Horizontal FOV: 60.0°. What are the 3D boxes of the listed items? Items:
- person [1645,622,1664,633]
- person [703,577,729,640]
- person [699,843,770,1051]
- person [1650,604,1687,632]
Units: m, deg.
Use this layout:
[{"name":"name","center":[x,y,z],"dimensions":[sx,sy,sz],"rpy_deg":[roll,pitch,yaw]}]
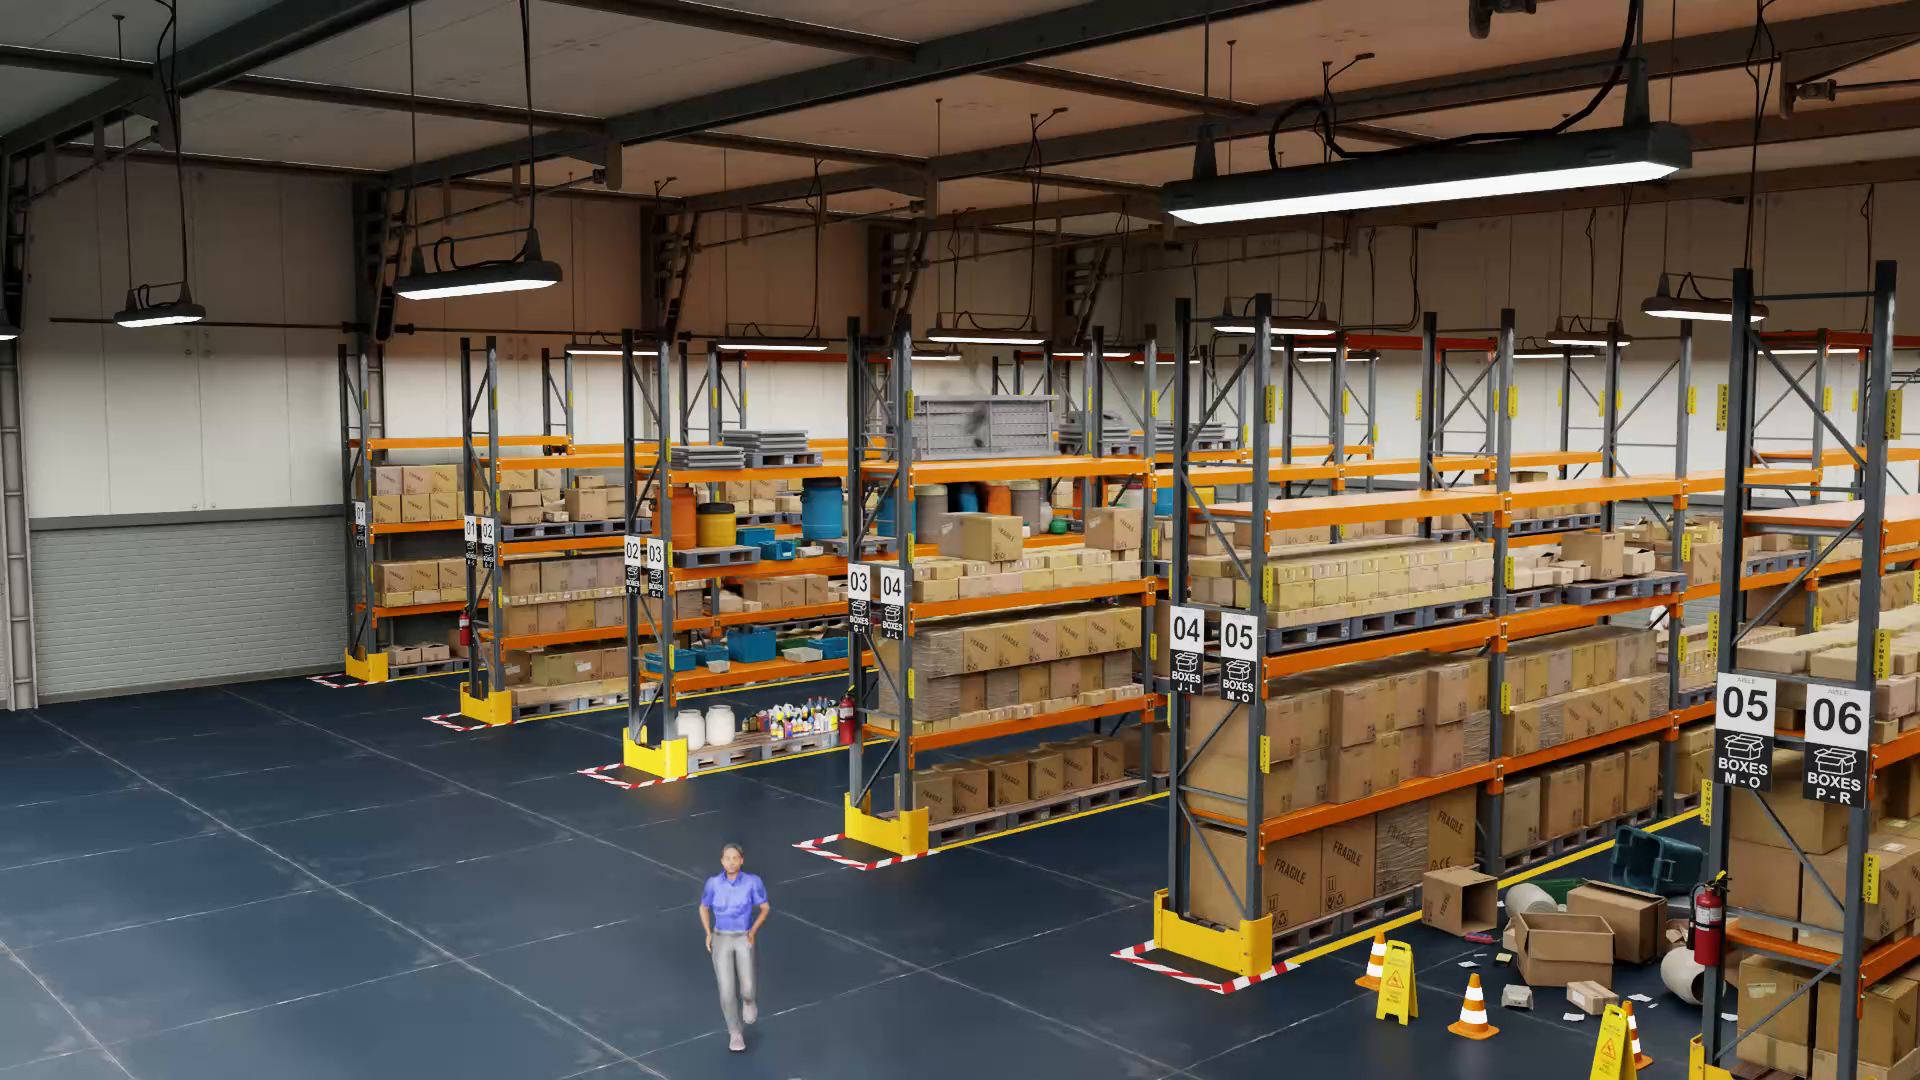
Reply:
[{"name":"person","center":[10.256,2.081,24.655],"dimensions":[0.645,1.744,0.614],"rpy_deg":[-4,6,-36]},{"name":"person","center":[-4.583,1.503,31.528],"dimensions":[0.565,1.639,0.599],"rpy_deg":[3,6,31]},{"name":"person","center":[-1.790,3.184,13.174],"dimensions":[0.562,1.609,0.581],"rpy_deg":[0,5,-2]},{"name":"person","center":[12.462,1.716,29.257],"dimensions":[0.732,1.713,0.772],"rpy_deg":[-2,5,-21]}]
